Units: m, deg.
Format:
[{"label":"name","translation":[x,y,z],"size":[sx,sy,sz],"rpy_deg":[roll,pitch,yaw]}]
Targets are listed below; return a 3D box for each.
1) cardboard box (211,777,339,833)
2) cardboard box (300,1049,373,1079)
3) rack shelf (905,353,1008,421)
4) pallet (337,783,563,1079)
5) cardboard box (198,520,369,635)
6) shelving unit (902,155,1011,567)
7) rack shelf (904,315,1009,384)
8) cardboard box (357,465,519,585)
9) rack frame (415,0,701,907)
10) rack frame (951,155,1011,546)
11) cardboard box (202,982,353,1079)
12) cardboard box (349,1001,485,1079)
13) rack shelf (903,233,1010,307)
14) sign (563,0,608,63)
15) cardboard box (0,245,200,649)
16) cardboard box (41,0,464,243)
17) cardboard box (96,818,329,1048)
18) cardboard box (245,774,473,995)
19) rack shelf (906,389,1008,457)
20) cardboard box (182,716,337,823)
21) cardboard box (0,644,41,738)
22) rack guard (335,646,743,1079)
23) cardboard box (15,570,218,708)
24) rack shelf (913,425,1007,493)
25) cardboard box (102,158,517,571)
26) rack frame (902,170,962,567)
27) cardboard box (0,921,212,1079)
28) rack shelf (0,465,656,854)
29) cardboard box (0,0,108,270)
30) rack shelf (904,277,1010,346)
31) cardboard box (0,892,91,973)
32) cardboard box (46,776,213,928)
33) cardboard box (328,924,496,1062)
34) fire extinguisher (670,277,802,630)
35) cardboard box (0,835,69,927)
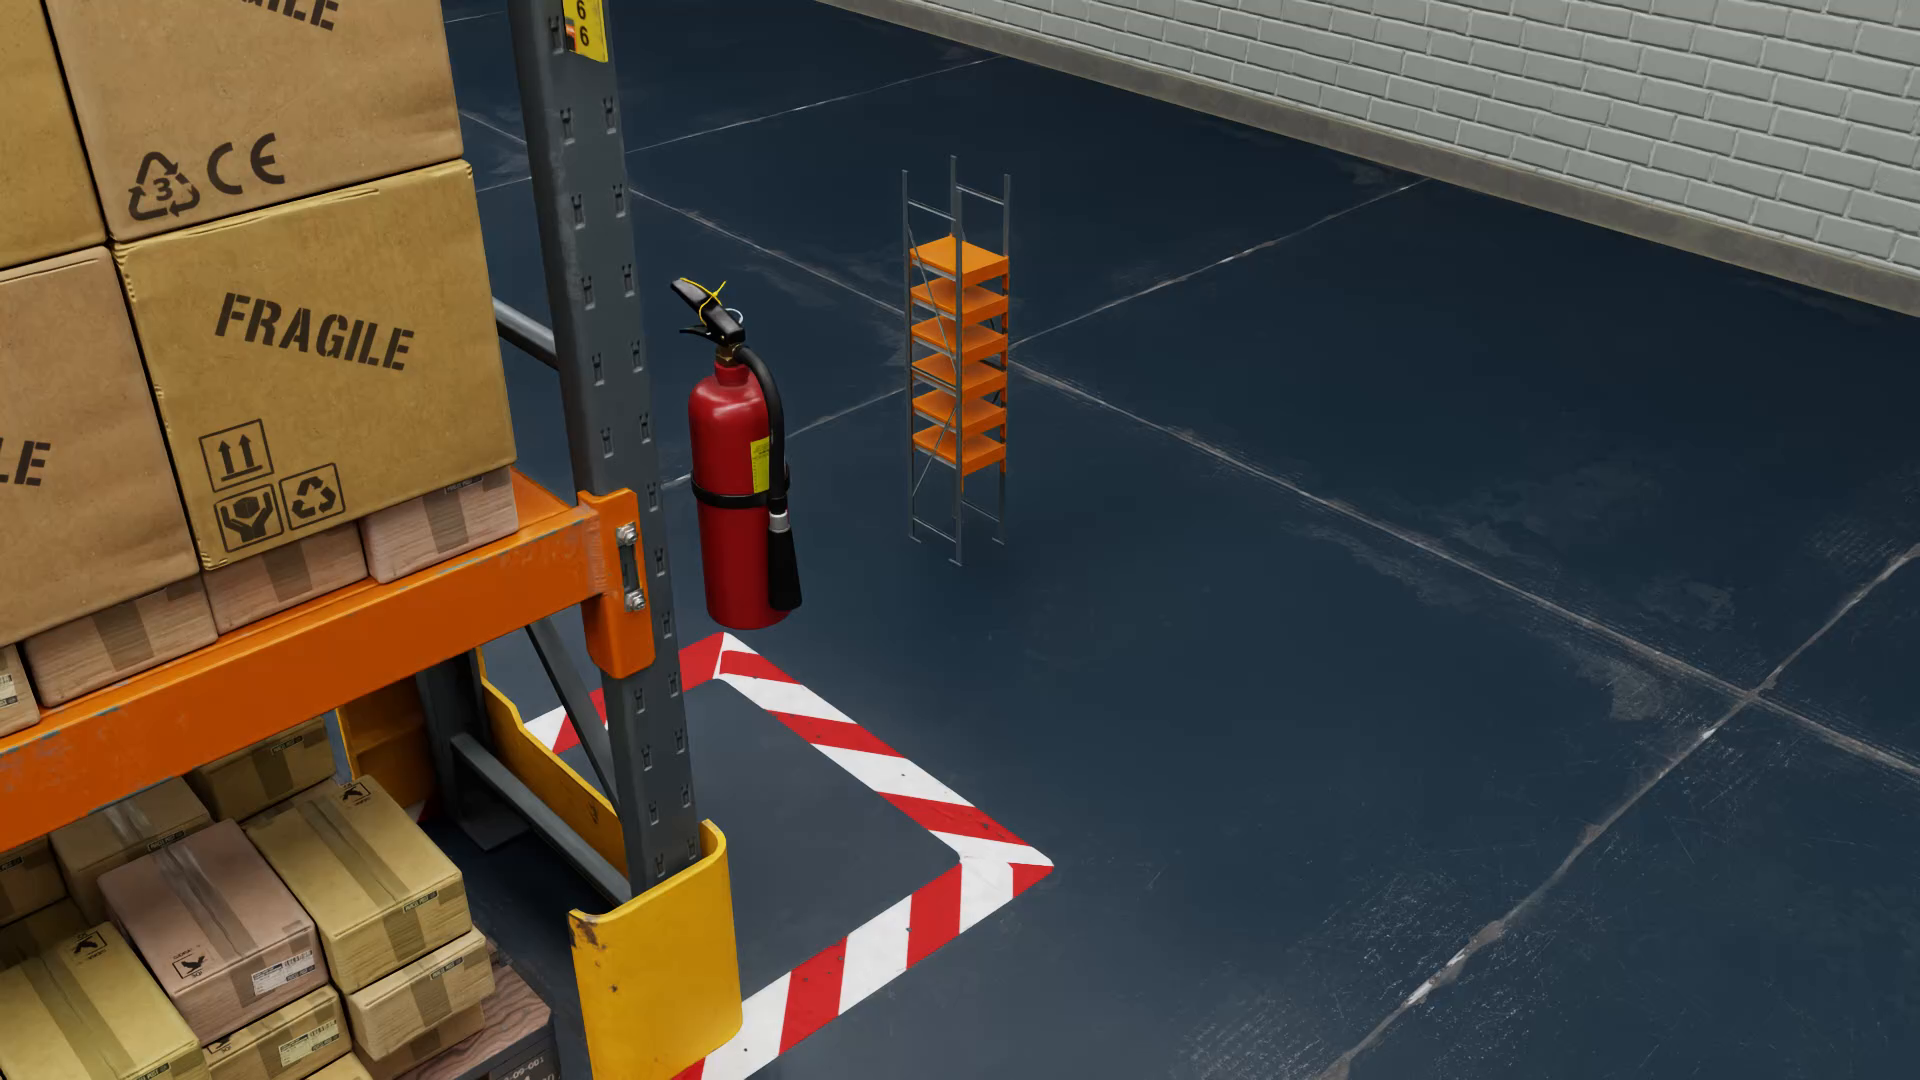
[{"label":"cardboard box","translation":[-1.464,0.562,3.500],"size":[0.250,0.149,0.380],"rpy_deg":[-24,39,-34]},{"label":"cardboard box","translation":[-1.269,0.998,3.072],"size":[0.250,0.149,0.380],"rpy_deg":[-24,39,-34]},{"label":"rack shelf","translation":[-0.011,-0.469,4.952],"size":[0.180,0.103,0.258],"rpy_deg":[-26,40,-35]},{"label":"pallet","translation":[-1.581,1.056,3.321],"size":[1.213,0.211,1.003],"rpy_deg":[-26,40,-35]},{"label":"cardboard box","translation":[-1.160,-0.031,2.665],"size":[0.250,0.149,0.380],"rpy_deg":[-26,40,-36]},{"label":"shelving unit","translation":[-0.011,-0.507,4.929],"size":[0.189,1.200,0.258],"rpy_deg":[-26,40,-35]},{"label":"rack shelf","translation":[-0.011,-0.571,4.889],"size":[0.180,0.103,0.258],"rpy_deg":[-26,40,-35]},{"label":"cardboard box","translation":[-0.952,-0.104,2.786],"size":[0.250,0.149,0.380],"rpy_deg":[-26,40,-35]},{"label":"rack frame","translation":[-0.906,-0.435,3.087],"size":[0.127,3.000,1.000],"rpy_deg":[-26,40,-35]},{"label":"rack frame","translation":[0.056,-0.539,4.982],"size":[0.006,1.200,0.240],"rpy_deg":[-26,40,-35]},{"label":"cardboard box","translation":[-1.327,0.843,3.041],"size":[0.250,0.149,0.380],"rpy_deg":[-27,40,-36]},{"label":"cardboard box","translation":[-1.150,0.868,3.285],"size":[0.250,0.149,0.380],"rpy_deg":[-25,39,-35]},{"label":"rack shelf","translation":[-0.011,-0.776,4.764],"size":[0.180,0.103,0.258],"rpy_deg":[-26,40,-35]},{"label":"sign","translation":[-0.543,-0.845,2.343],"size":[0.005,0.325,0.100],"rpy_deg":[-26,40,-35]},{"label":"cardboard box","translation":[-1.441,-0.166,2.266],"size":[0.500,0.500,0.500],"rpy_deg":[-27,40,-36]},{"label":"cardboard box","translation":[-1.072,-0.774,2.301],"size":[0.500,0.500,0.500],"rpy_deg":[-27,40,-36]},{"label":"cardboard box","translation":[-1.345,0.700,2.990],"size":[0.250,0.149,0.380],"rpy_deg":[-25,39,-35]},{"label":"cardboard box","translation":[-1.121,0.633,3.100],"size":[0.250,0.149,0.380],"rpy_deg":[-25,40,-35]},{"label":"rack shelf","translation":[-0.011,-0.366,5.014],"size":[0.180,0.103,0.258],"rpy_deg":[-26,40,-35]},{"label":"cardboard box","translation":[-1.521,0.404,3.474],"size":[0.380,0.149,0.250],"rpy_deg":[27,41,37]},{"label":"cardboard box","translation":[-1.505,0.164,2.348],"size":[0.250,0.149,0.380],"rpy_deg":[-25,39,-34]},{"label":"rack guard","translation":[-0.961,0.658,3.695],"size":[0.348,0.500,1.175],"rpy_deg":[-26,40,-35]},{"label":"cardboard box","translation":[-1.334,0.064,2.511],"size":[0.250,0.149,0.380],"rpy_deg":[-26,40,-36]},{"label":"rack shelf","translation":[-0.011,-0.264,5.077],"size":[0.180,0.103,0.258],"rpy_deg":[-26,40,-35]},{"label":"cardboard box","translation":[-1.060,-0.347,2.561],"size":[0.500,0.500,0.500],"rpy_deg":[-25,39,-35]},{"label":"rack frame","translation":[-0.078,-0.474,4.876],"size":[0.006,1.200,0.240],"rpy_deg":[-26,40,-35]},{"label":"cardboard box","translation":[-1.448,0.840,2.760],"size":[0.250,0.149,0.380],"rpy_deg":[-27,40,-36]},{"label":"rack shelf","translation":[-2.372,0.581,2.114],"size":[4.000,0.370,1.077],"rpy_deg":[-26,40,-35]},{"label":"cardboard box","translation":[-1.444,-0.594,2.007],"size":[0.500,0.500,0.500],"rpy_deg":[-27,41,-37]},{"label":"rack shelf","translation":[-0.011,-0.674,4.827],"size":[0.180,0.103,0.258],"rpy_deg":[-26,40,-35]},{"label":"cardboard box","translation":[-1.823,0.759,3.179],"size":[0.250,0.149,0.380],"rpy_deg":[-25,39,-35]},{"label":"cardboard box","translation":[-1.641,0.548,3.239],"size":[0.250,0.149,0.380],"rpy_deg":[-25,39,-35]},{"label":"cardboard box","translation":[-1.099,0.771,3.159],"size":[0.250,0.149,0.380],"rpy_deg":[-27,41,-37]},{"label":"fire extinguisher","translation":[-0.407,-0.156,3.062],"size":[0.183,0.674,0.296],"rpy_deg":[-26,40,-35]},{"label":"cardboard box","translation":[-1.913,0.588,3.173],"size":[0.250,0.149,0.380],"rpy_deg":[-26,40,-36]}]
